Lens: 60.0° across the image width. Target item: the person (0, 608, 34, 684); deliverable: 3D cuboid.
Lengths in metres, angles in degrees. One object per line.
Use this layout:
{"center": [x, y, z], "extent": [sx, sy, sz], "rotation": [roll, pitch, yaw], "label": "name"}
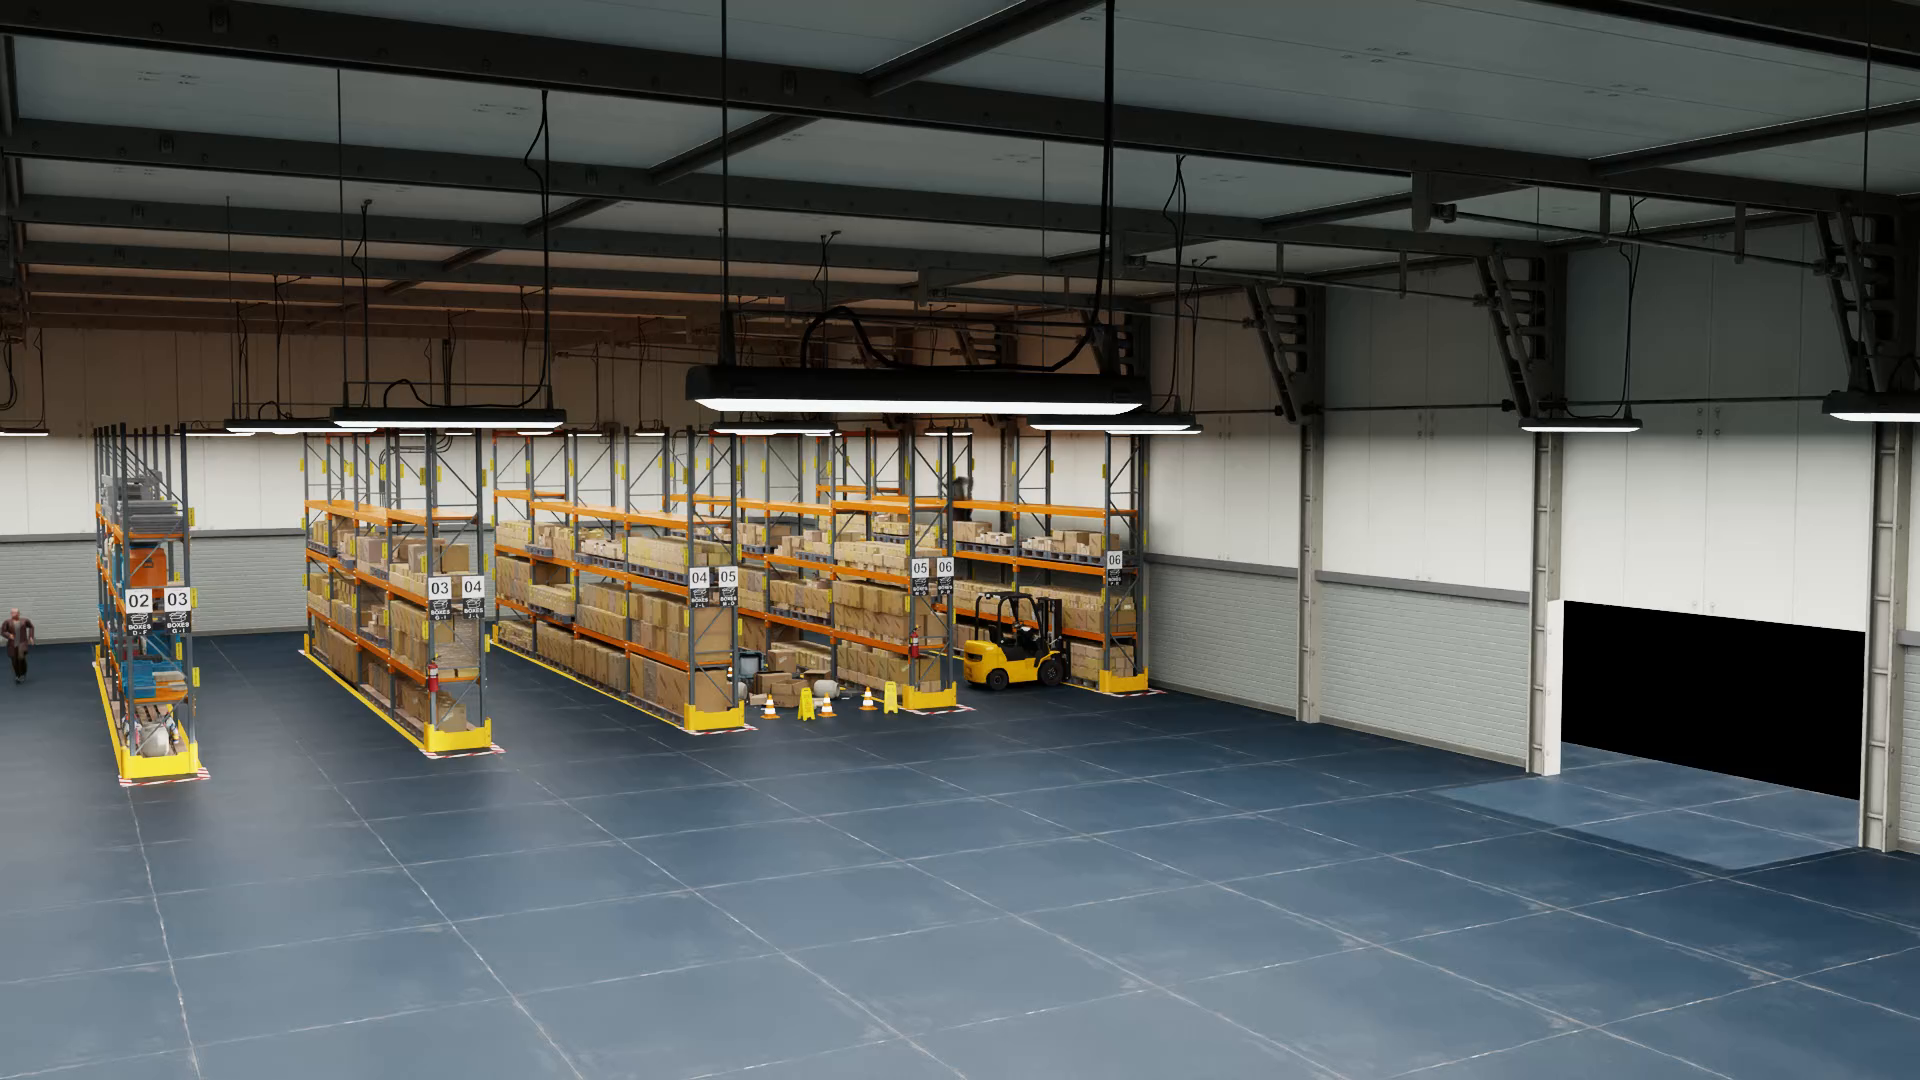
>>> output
{"center": [-22.110, 2.478, 38.997], "extent": [0.650, 1.773, 0.849], "rotation": [-1, 4, -22], "label": "person"}
